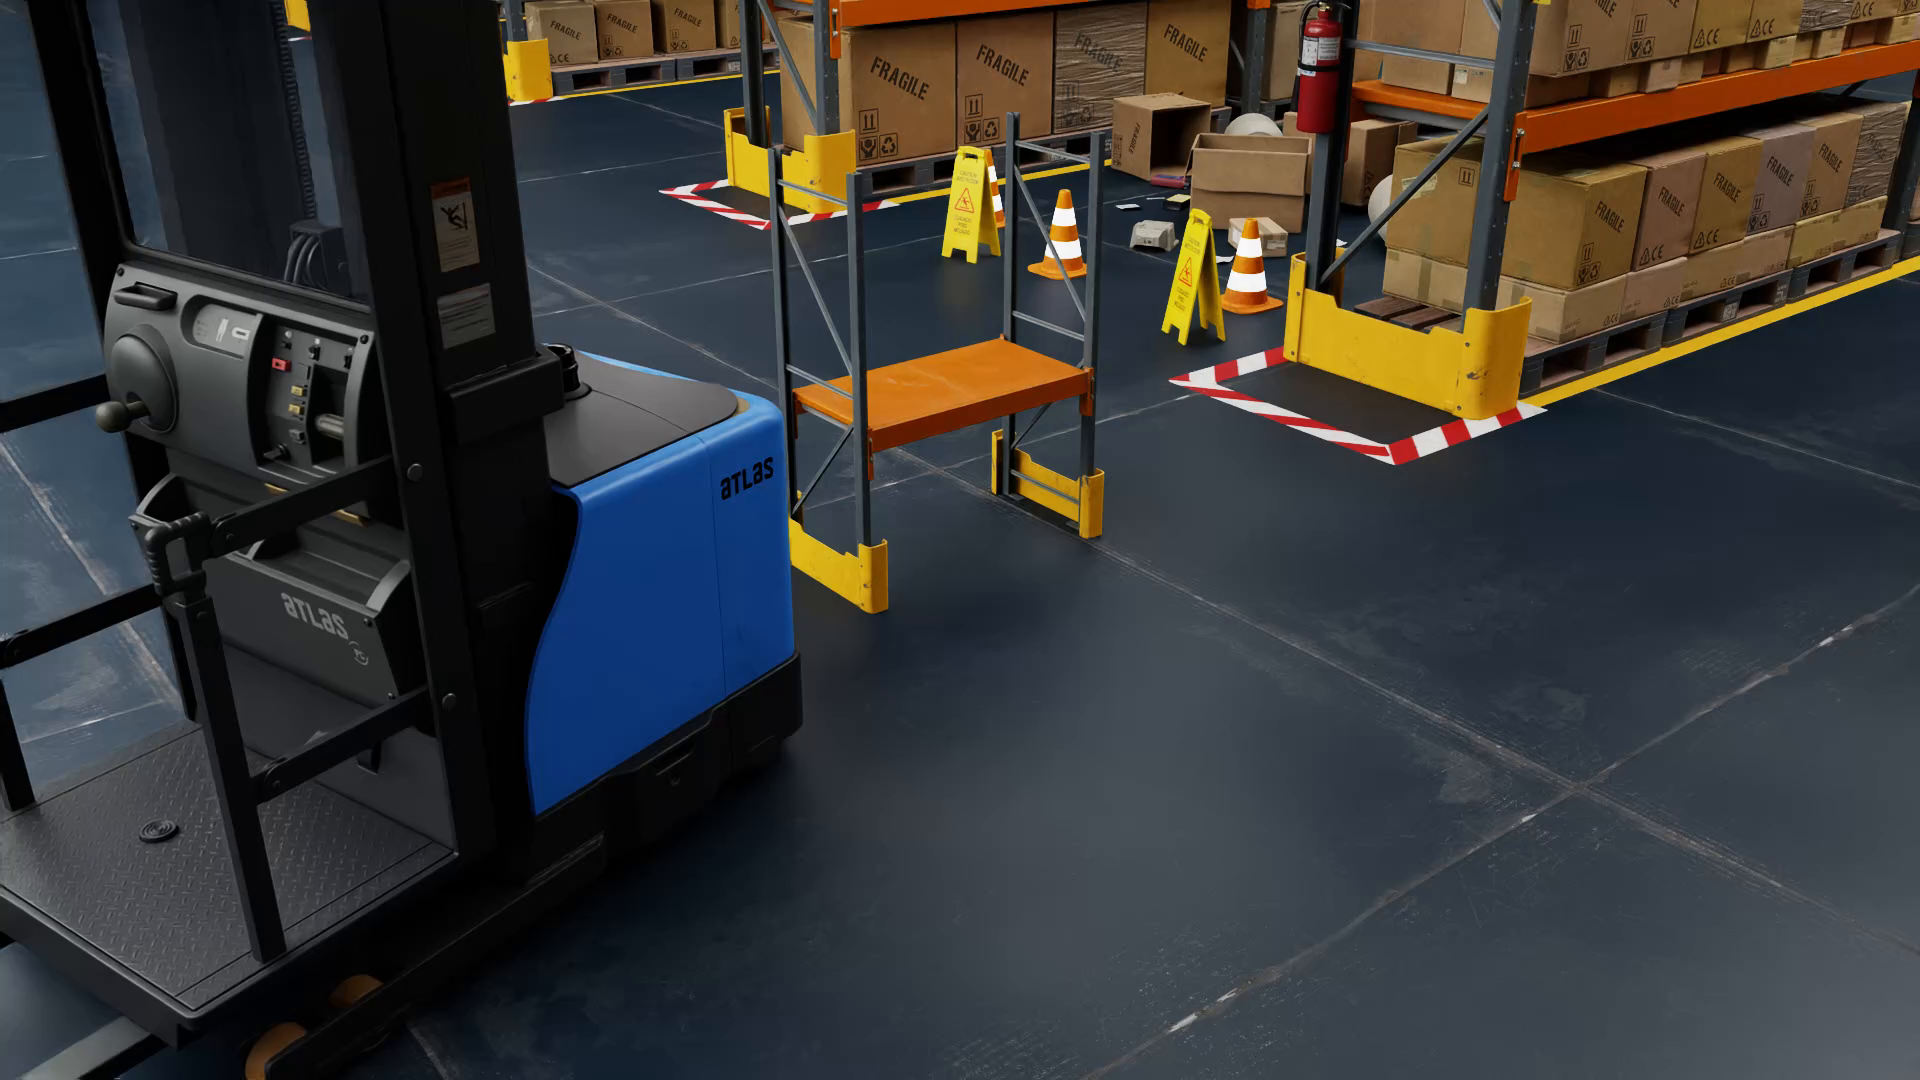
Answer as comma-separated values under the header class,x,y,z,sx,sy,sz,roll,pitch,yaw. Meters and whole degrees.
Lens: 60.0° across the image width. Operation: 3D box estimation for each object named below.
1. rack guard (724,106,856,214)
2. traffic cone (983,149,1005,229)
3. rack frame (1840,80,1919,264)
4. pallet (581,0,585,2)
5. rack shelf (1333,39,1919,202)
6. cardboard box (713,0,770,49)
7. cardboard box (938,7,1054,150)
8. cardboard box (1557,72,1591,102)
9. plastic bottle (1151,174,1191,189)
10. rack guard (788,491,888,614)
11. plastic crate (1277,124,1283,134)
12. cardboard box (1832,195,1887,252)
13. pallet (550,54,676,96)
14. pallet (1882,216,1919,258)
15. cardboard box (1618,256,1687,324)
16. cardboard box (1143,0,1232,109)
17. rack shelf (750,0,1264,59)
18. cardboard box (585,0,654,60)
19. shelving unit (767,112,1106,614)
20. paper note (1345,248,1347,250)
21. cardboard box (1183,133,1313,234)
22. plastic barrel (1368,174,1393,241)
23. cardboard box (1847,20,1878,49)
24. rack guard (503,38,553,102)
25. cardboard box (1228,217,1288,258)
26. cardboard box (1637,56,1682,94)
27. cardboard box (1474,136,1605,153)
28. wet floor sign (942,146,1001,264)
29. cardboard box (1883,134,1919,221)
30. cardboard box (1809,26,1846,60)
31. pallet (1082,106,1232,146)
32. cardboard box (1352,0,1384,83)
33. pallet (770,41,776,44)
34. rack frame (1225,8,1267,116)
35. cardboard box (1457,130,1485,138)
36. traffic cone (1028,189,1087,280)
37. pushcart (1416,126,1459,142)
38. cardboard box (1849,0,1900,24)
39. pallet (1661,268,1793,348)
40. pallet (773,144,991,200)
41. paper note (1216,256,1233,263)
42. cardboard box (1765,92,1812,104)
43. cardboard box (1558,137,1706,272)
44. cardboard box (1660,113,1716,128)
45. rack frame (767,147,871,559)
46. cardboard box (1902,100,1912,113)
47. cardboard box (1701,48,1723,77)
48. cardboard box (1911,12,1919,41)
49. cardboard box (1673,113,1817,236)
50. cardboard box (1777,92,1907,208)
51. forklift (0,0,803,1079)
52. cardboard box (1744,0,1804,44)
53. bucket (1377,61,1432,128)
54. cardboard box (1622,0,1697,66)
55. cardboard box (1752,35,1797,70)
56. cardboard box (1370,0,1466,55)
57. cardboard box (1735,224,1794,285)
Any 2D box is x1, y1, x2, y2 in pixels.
class,x,y,z,sx,sy,sz,roll,pitch,yaw
rack guard,-1.150,-2.574,11.202,0.348,0.500,1.175,-18,31,-34
traffic cone,0.163,-2.231,10.507,0.334,0.463,0.336,-18,31,-34
rack frame,5.151,-3.139,9.451,0.127,3.000,1.000,-18,31,-34
pallet,-4.575,-6.637,20.301,1.213,0.211,1.003,-18,31,-34
rack shelf,3.577,-2.293,8.483,4.000,0.370,1.077,-18,31,-34
cardboard box,-2.190,-5.050,16.038,0.500,0.500,0.500,-22,33,-38
cardboard box,0.053,-3.368,11.968,0.875,0.875,0.875,-19,31,-35
cardboard box,2.588,-2.076,7.459,0.250,0.149,0.380,-18,30,-33
plastic bottle,1.478,-2.481,11.523,0.283,0.061,0.133,15,29,29
rack guard,-0.452,0.036,5.876,0.087,0.250,0.587,-18,31,-34
plastic crate,2.688,-3.024,12.475,0.662,0.188,0.450,-3,15,-7
cardboard box,4.851,-1.840,9.419,0.500,0.250,0.500,-17,30,-32
pallet,-3.391,-4.337,15.345,1.213,0.211,1.003,-18,31,-34
pallet,5.763,-2.077,10.475,1.213,0.211,1.003,-18,31,-34
cardboard box,3.215,-1.291,8.237,0.500,0.250,0.500,-17,30,-32
cardboard box,1.479,-3.839,12.985,0.875,0.875,0.875,-18,30,-33
rack shelf,0.443,-3.907,11.960,4.000,0.370,1.077,-18,31,-34
cardboard box,-3.161,-4.763,15.420,0.500,0.500,0.500,-10,27,-21
shelving unit,-0.060,-0.661,5.892,1.083,1.500,0.587,-18,31,-34
paper note,2.304,-1.742,9.992,0.123,0.001,0.032,-18,31,-34
cardboard box,1.823,-2.263,10.528,0.797,0.503,0.637,5,25,11
plastic barrel,2.694,-1.970,9.991,0.421,0.421,0.512,1,25,2
cardboard box,4.640,-2.732,8.872,0.250,0.149,0.380,-18,30,-34
rack guard,-4.052,-4.269,14.855,0.348,0.500,1.175,-18,31,-34
cardboard box,1.788,-1.817,9.987,0.250,0.149,0.380,-3,25,-7
cardboard box,3.075,-2.169,7.659,0.250,0.149,0.380,-18,30,-33
cardboard box,2.881,-1.815,8.474,0.500,0.500,0.500,-17,30,-32
wet floor sign,0.068,-1.982,9.755,0.267,0.644,0.232,21,32,37
cardboard box,5.562,-2.275,10.211,0.625,0.372,0.950,-18,30,-33
cardboard box,4.288,-2.576,8.535,0.250,0.149,0.380,-19,31,-35
pallet,1.370,-3.316,13.145,1.213,0.211,1.003,-18,31,-34
cardboard box,3.211,-4.363,14.262,0.750,0.750,1.050,-18,31,-34
pallet,-1.471,-4.971,16.711,1.213,0.211,1.003,-18,31,-34
rack frame,2.017,-4.753,12.928,0.127,3.000,1.000,-18,31,-34
cardboard box,2.720,-2.090,8.296,0.250,0.149,0.380,-17,30,-33
traffic cone,0.593,-1.768,9.510,0.334,0.463,0.336,-18,31,-34
pushcart,3.705,-2.692,11.602,1.648,0.377,0.936,15,29,29
cardboard box,4.554,-2.986,8.648,0.500,0.500,0.500,-17,30,-32
pallet,3.683,-1.370,8.950,1.213,0.211,1.003,-18,31,-34
pallet,-0.550,-2.682,11.779,1.213,0.211,1.003,-18,31,-34
paper note,1.519,-1.658,9.787,0.148,0.019,0.142,15,29,29
cardboard box,4.520,-2.359,9.646,0.500,0.500,0.500,-17,30,-32
cardboard box,3.236,-1.645,8.108,0.500,0.500,0.500,-20,31,-36
cardboard box,3.697,-2.082,9.049,0.500,0.500,0.500,-16,30,-31
rack frame,-0.467,-0.526,5.602,0.032,1.500,0.500,-18,31,-34
cardboard box,6.672,-2.644,11.006,0.625,0.372,0.950,-17,30,-32
cardboard box,3.429,-2.336,8.018,0.250,0.149,0.380,-17,30,-32
cardboard box,5.086,-2.841,9.106,0.250,0.149,0.380,-19,31,-35
cardboard box,4.051,-1.914,8.689,0.500,0.500,0.500,-16,30,-31
cardboard box,4.851,-2.180,9.261,0.500,0.500,0.500,-19,31,-35
forklift,-1.713,-0.337,3.495,1.130,2.935,3.031,16,29,31
cardboard box,3.748,-2.715,8.064,0.500,0.500,0.500,-19,31,-35
bucket,3.332,-3.158,11.575,0.620,0.611,0.726,2,23,-21
cardboard box,2.953,-2.447,7.488,0.500,0.500,0.500,-17,30,-33
cardboard box,3.889,-2.440,8.244,0.250,0.149,0.380,-18,30,-34
cardboard box,2.260,-2.513,7.629,0.500,0.500,0.500,-19,31,-35
cardboard box,4.036,-1.568,8.832,0.500,0.250,0.500,-18,30,-33
